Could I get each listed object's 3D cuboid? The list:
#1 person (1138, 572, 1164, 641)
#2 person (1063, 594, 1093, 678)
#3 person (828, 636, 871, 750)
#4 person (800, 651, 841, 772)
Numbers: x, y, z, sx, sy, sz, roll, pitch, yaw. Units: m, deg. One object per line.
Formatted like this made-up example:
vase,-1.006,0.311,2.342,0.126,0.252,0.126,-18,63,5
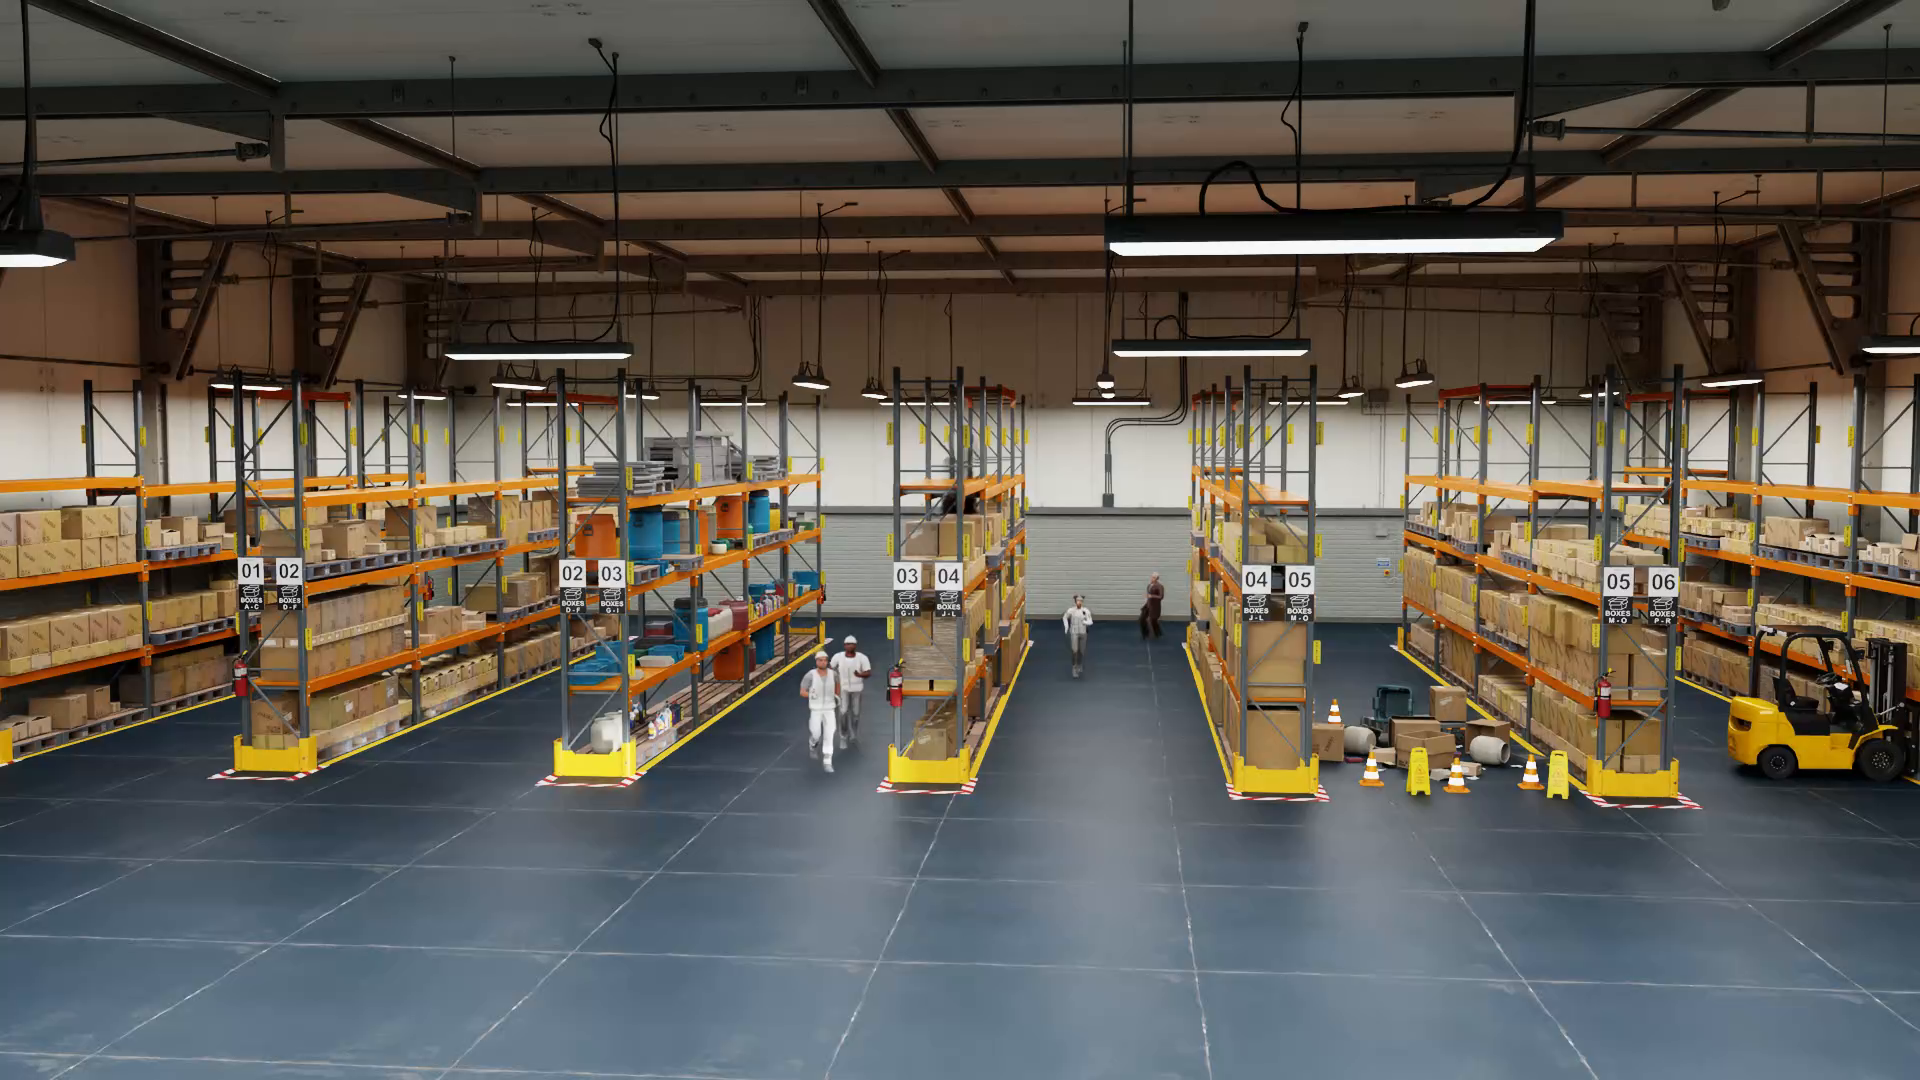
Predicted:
person,4.760,1.663,40.533,0.736,1.785,0.854,-2,4,-29
person,2.468,2.002,34.740,0.568,1.753,0.729,0,4,-4
person,-1.780,2.454,26.850,0.678,1.831,0.770,0,4,-6
person,-2.060,2.541,24.882,0.659,1.761,0.967,-1,4,-15
